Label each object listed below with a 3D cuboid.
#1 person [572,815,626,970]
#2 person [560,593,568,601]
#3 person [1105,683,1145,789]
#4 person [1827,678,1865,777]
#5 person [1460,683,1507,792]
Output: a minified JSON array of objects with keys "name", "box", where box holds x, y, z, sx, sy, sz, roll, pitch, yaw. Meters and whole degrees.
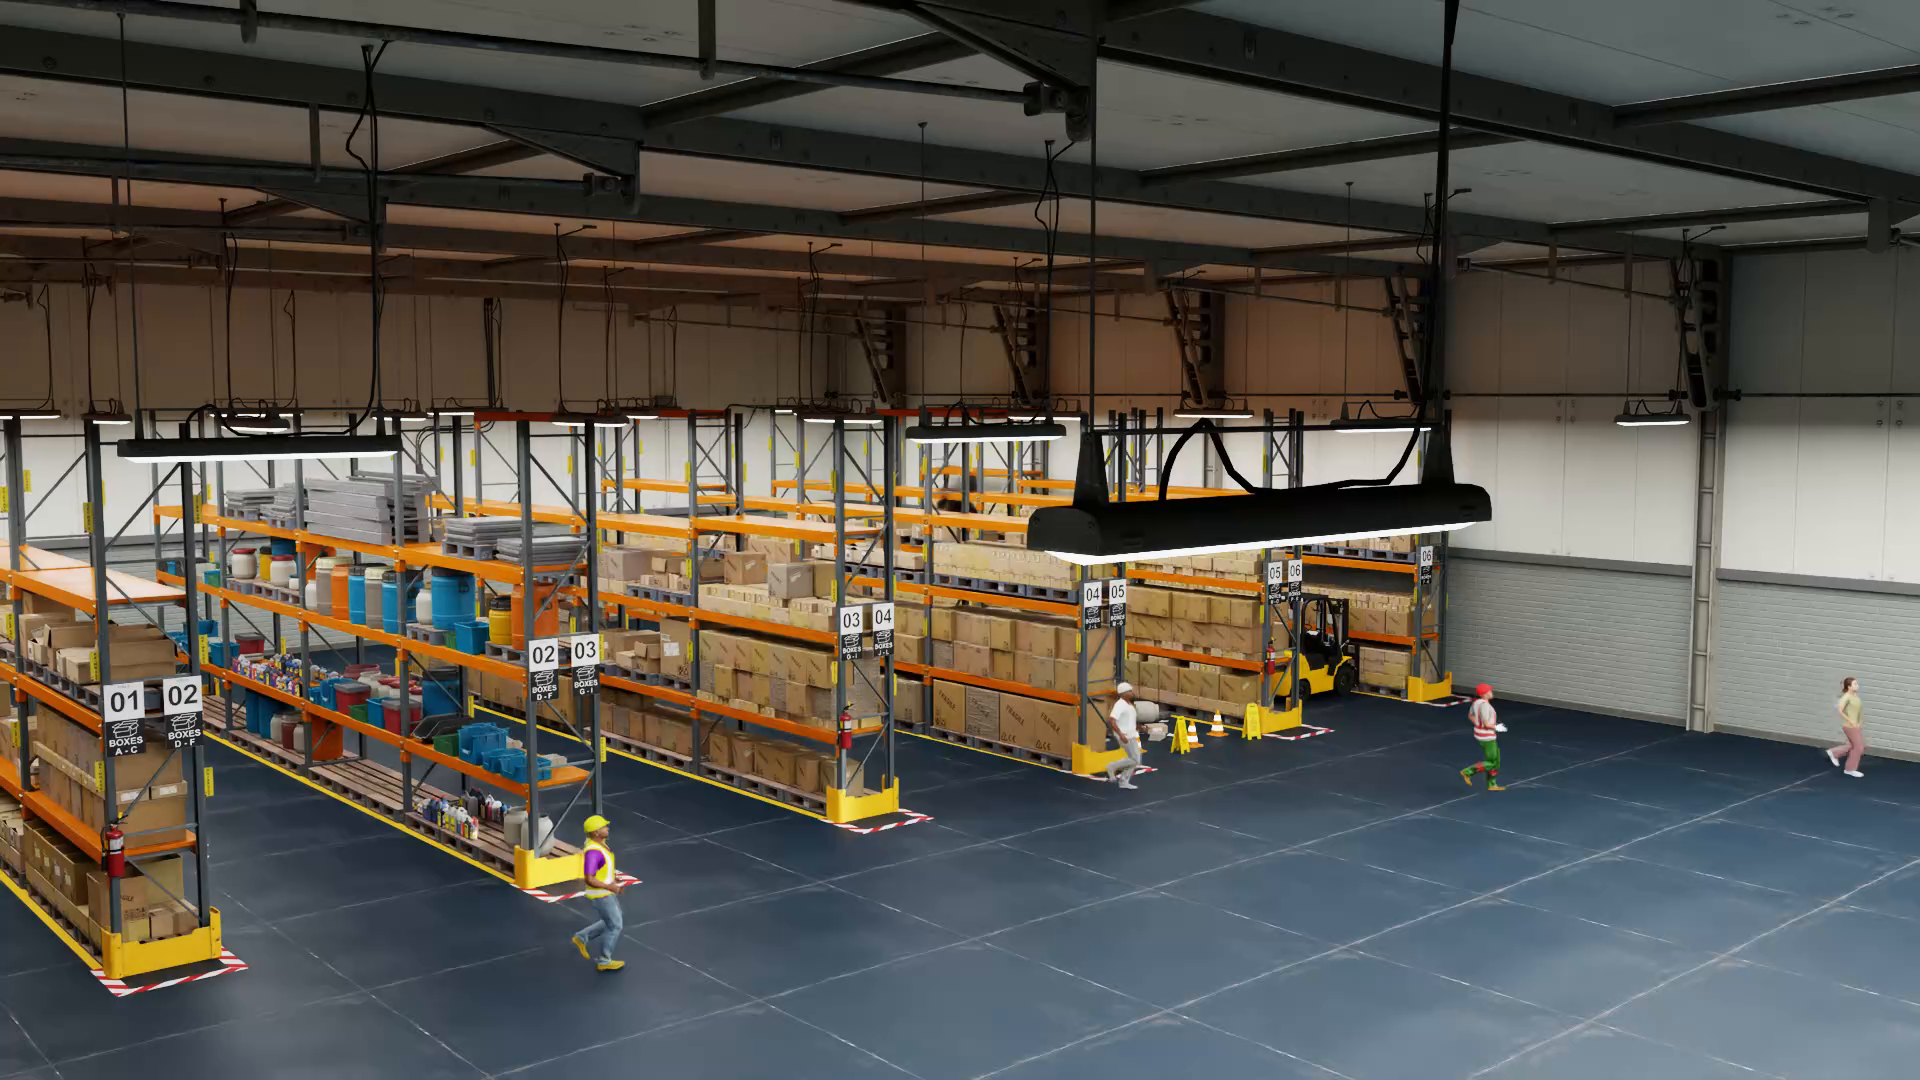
[{"name":"person","box":[-3.974,3.870,18.258,0.608,1.715,0.697,-1,5,-10]},{"name":"person","box":[-9.520,2.007,39.959,0.650,1.643,0.876,1,5,14]},{"name":"person","box":[2.650,3.140,26.669,0.590,1.719,0.715,2,5,17]},{"name":"person","box":[14.767,3.094,27.690,0.580,1.642,0.577,5,7,44]},{"name":"person","box":[8.312,3.141,26.427,0.762,1.745,0.661,0,5,2]}]
